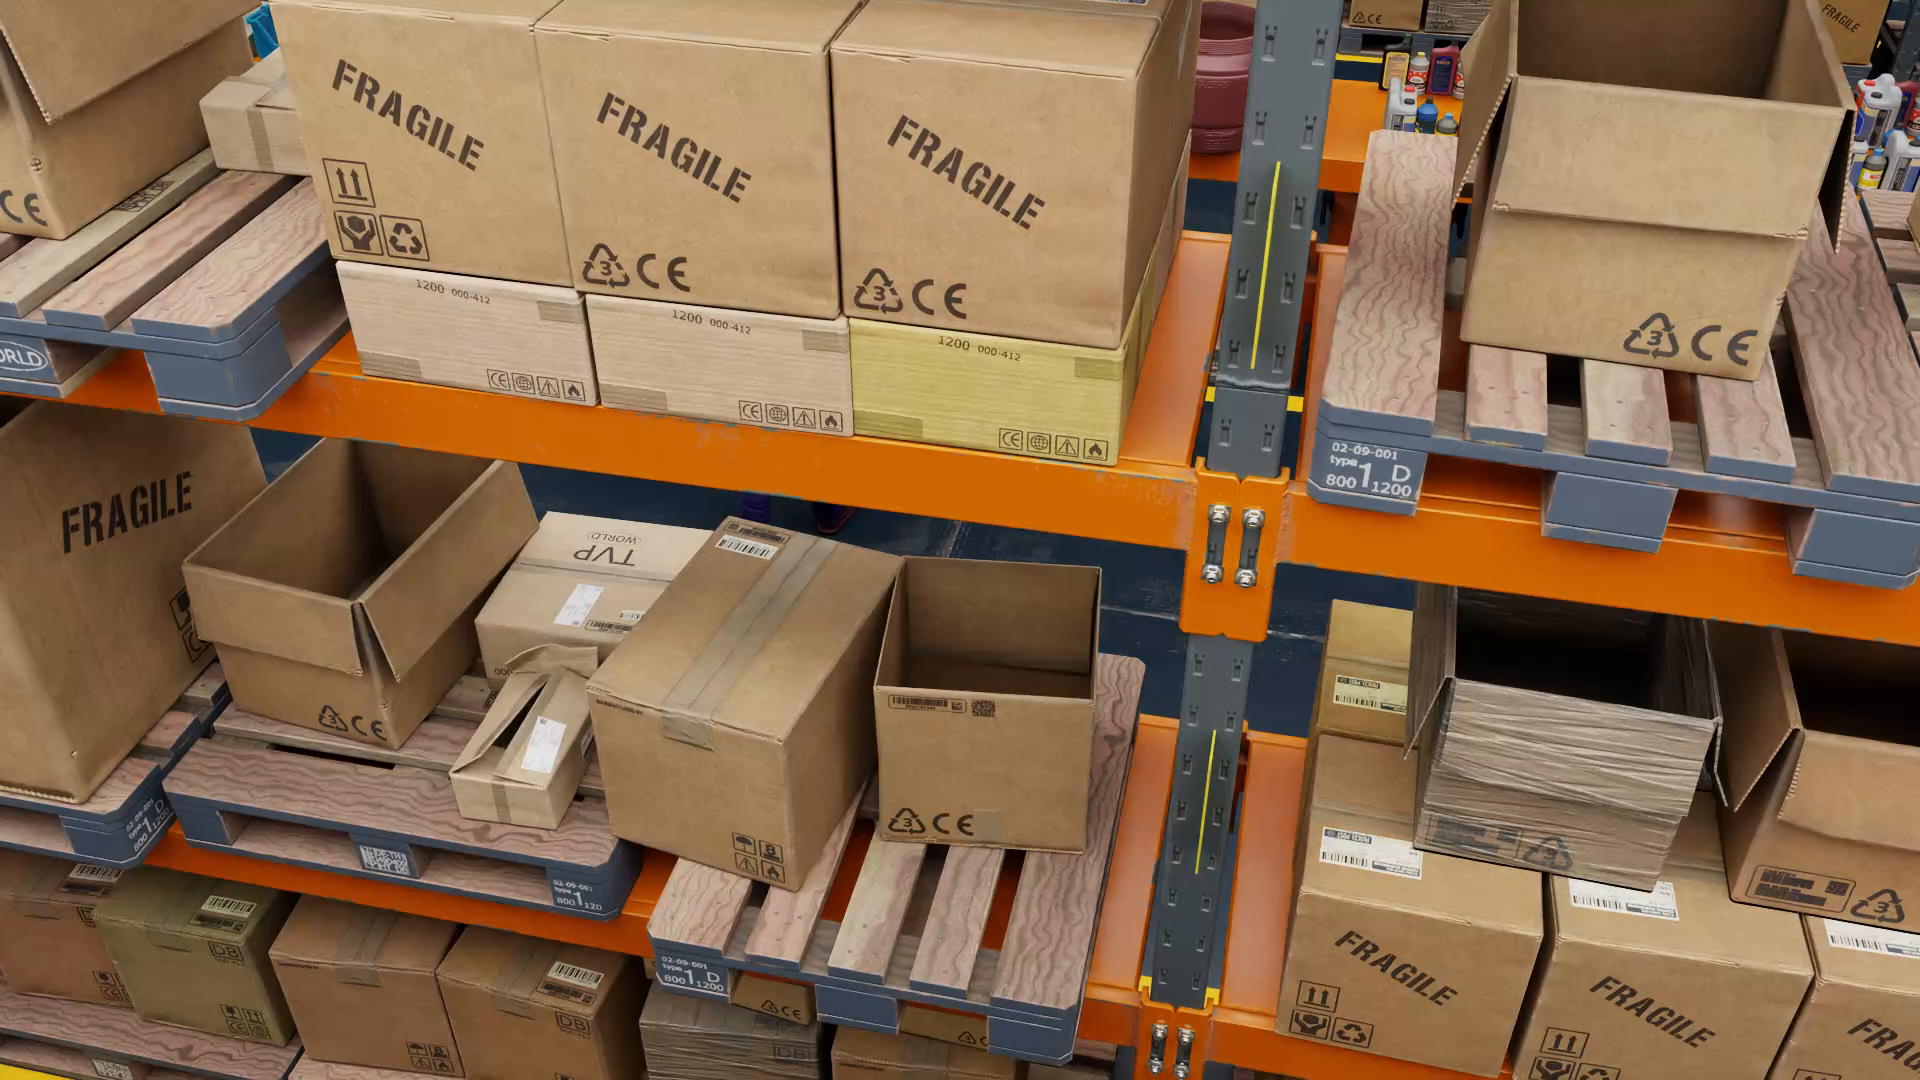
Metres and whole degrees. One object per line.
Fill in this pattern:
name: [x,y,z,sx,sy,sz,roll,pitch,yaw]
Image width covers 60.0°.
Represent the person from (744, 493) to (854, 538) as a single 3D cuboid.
person: [-0.734,-0.683,7.157,0.481,1.747,0.445,8,38,11]
